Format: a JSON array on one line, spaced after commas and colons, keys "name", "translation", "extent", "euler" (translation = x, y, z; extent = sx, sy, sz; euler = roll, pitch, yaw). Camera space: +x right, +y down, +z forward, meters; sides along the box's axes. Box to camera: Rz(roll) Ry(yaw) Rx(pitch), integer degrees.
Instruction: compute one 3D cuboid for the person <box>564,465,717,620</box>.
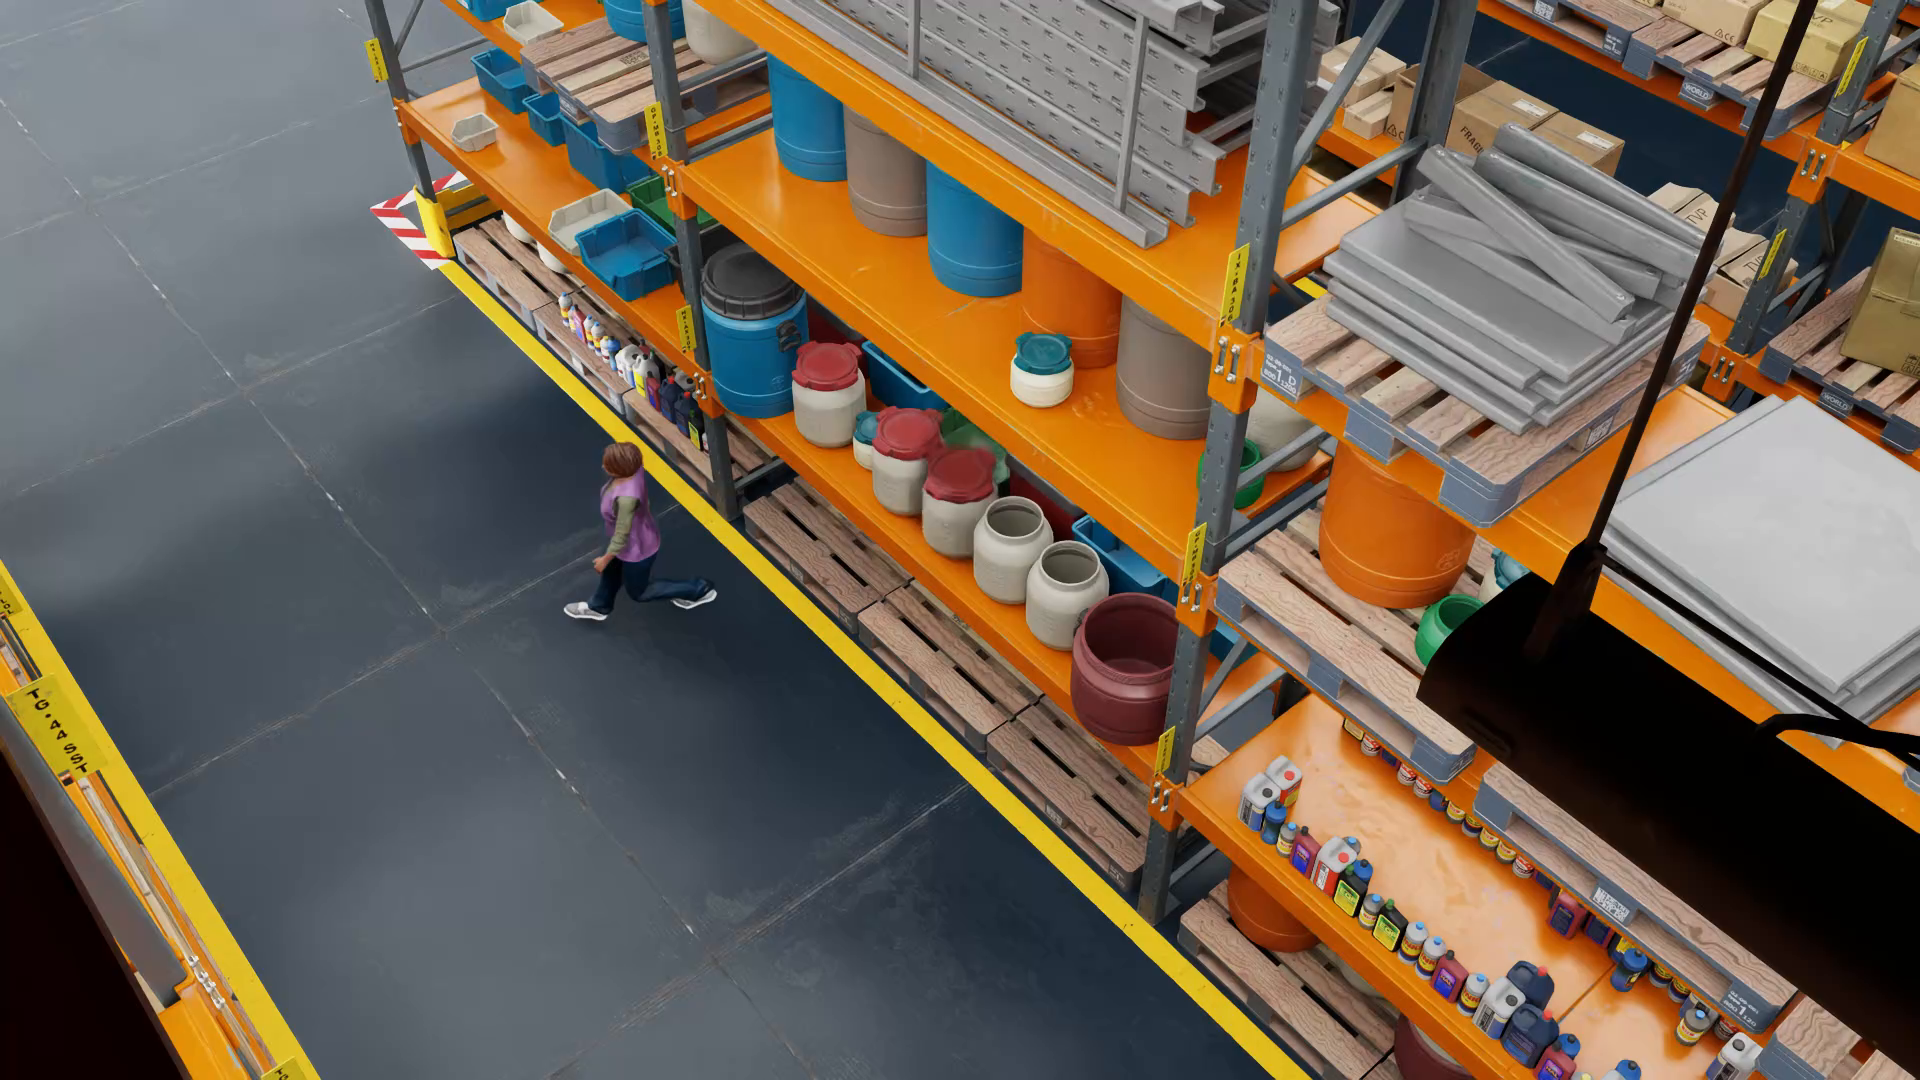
[{"name": "person", "translation": [-1.979, 0.078, 9.946], "extent": [0.936, 1.309, 0.456], "euler": [-11, 48, -11]}]
